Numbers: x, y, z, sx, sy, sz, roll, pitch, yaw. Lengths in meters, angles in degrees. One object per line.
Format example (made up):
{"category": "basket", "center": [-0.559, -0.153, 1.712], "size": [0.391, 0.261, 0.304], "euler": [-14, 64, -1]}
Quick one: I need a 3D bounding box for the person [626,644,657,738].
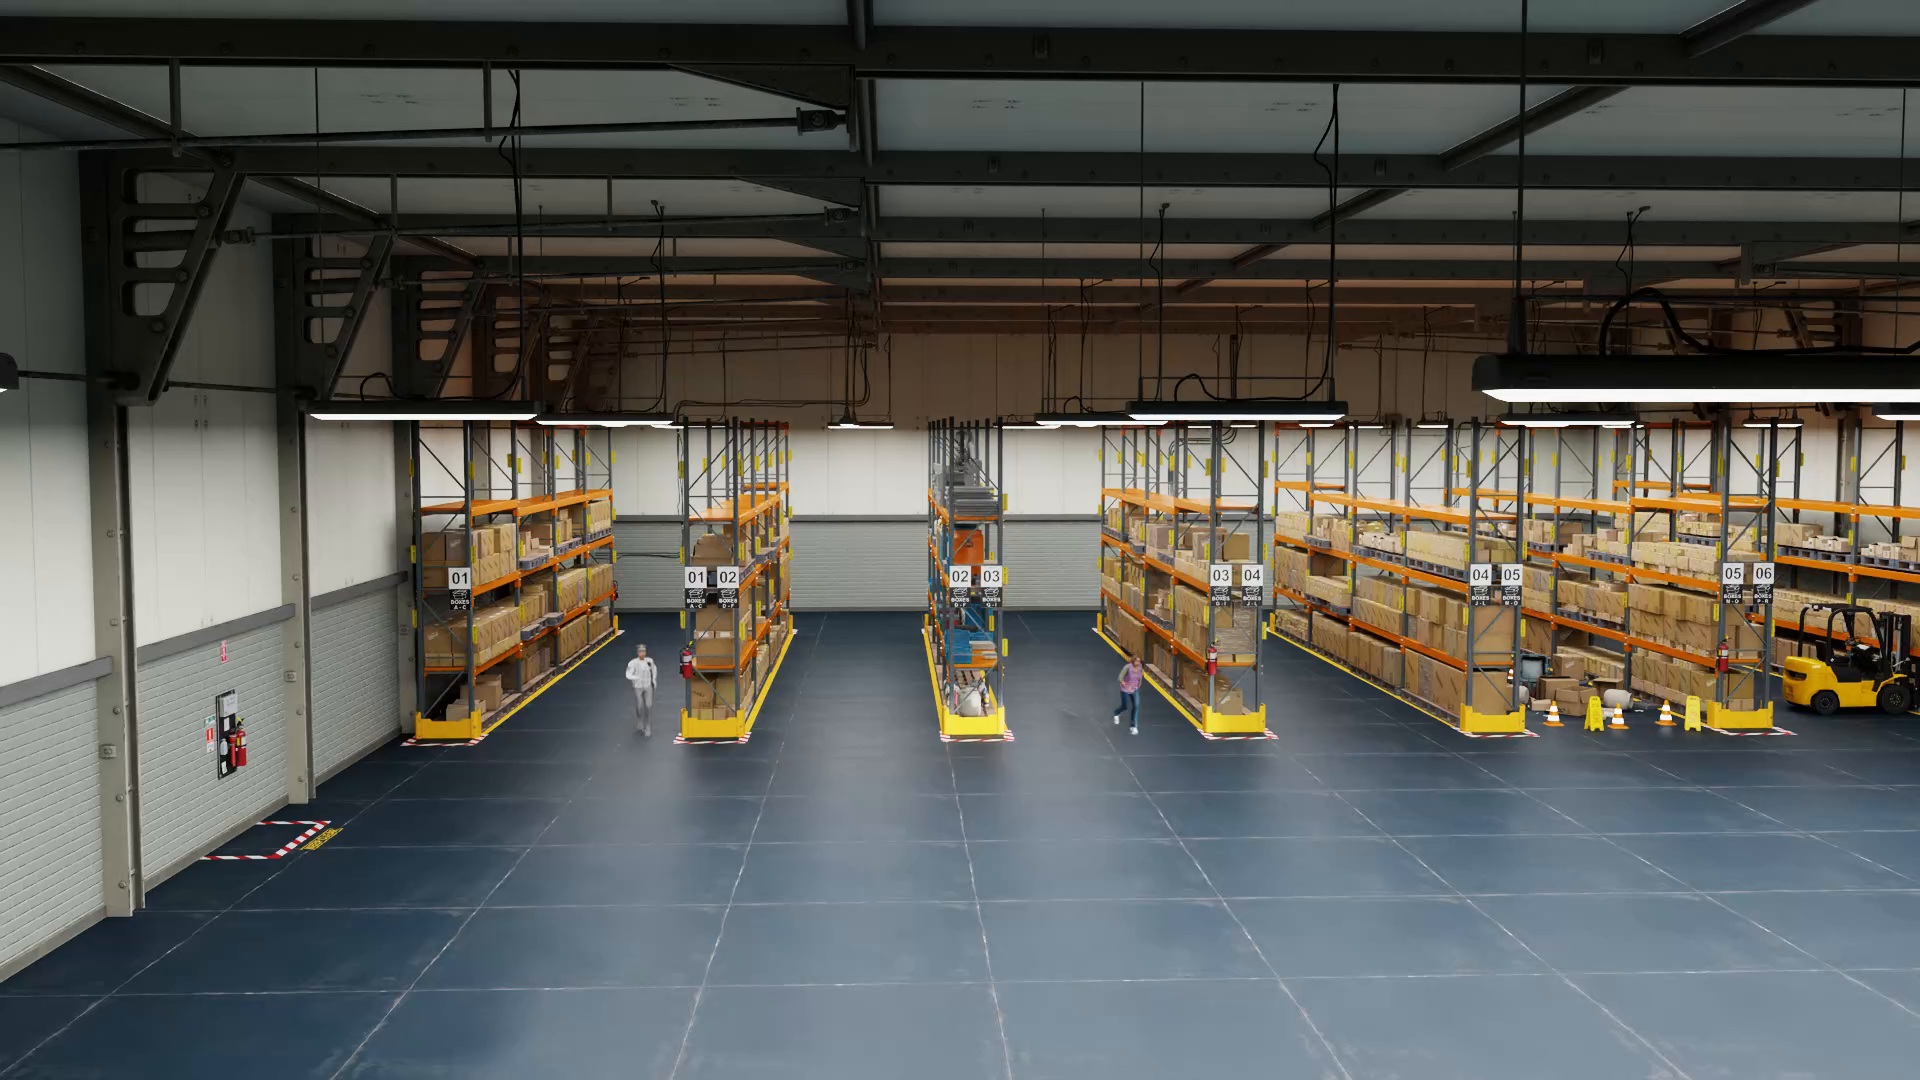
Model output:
{"category": "person", "center": [-6.011, 2.817, 31.462], "size": [0.530, 1.730, 0.886], "euler": [-1, 4, -16]}

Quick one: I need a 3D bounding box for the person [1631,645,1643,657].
{"category": "person", "center": [16.464, 2.233, 40.462], "size": [0.708, 1.765, 0.824], "euler": [-1, 4, -12]}

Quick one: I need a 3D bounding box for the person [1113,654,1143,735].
{"category": "person", "center": [3.192, 2.907, 31.776], "size": [0.571, 1.547, 0.915], "euler": [-2, 4, -28]}
